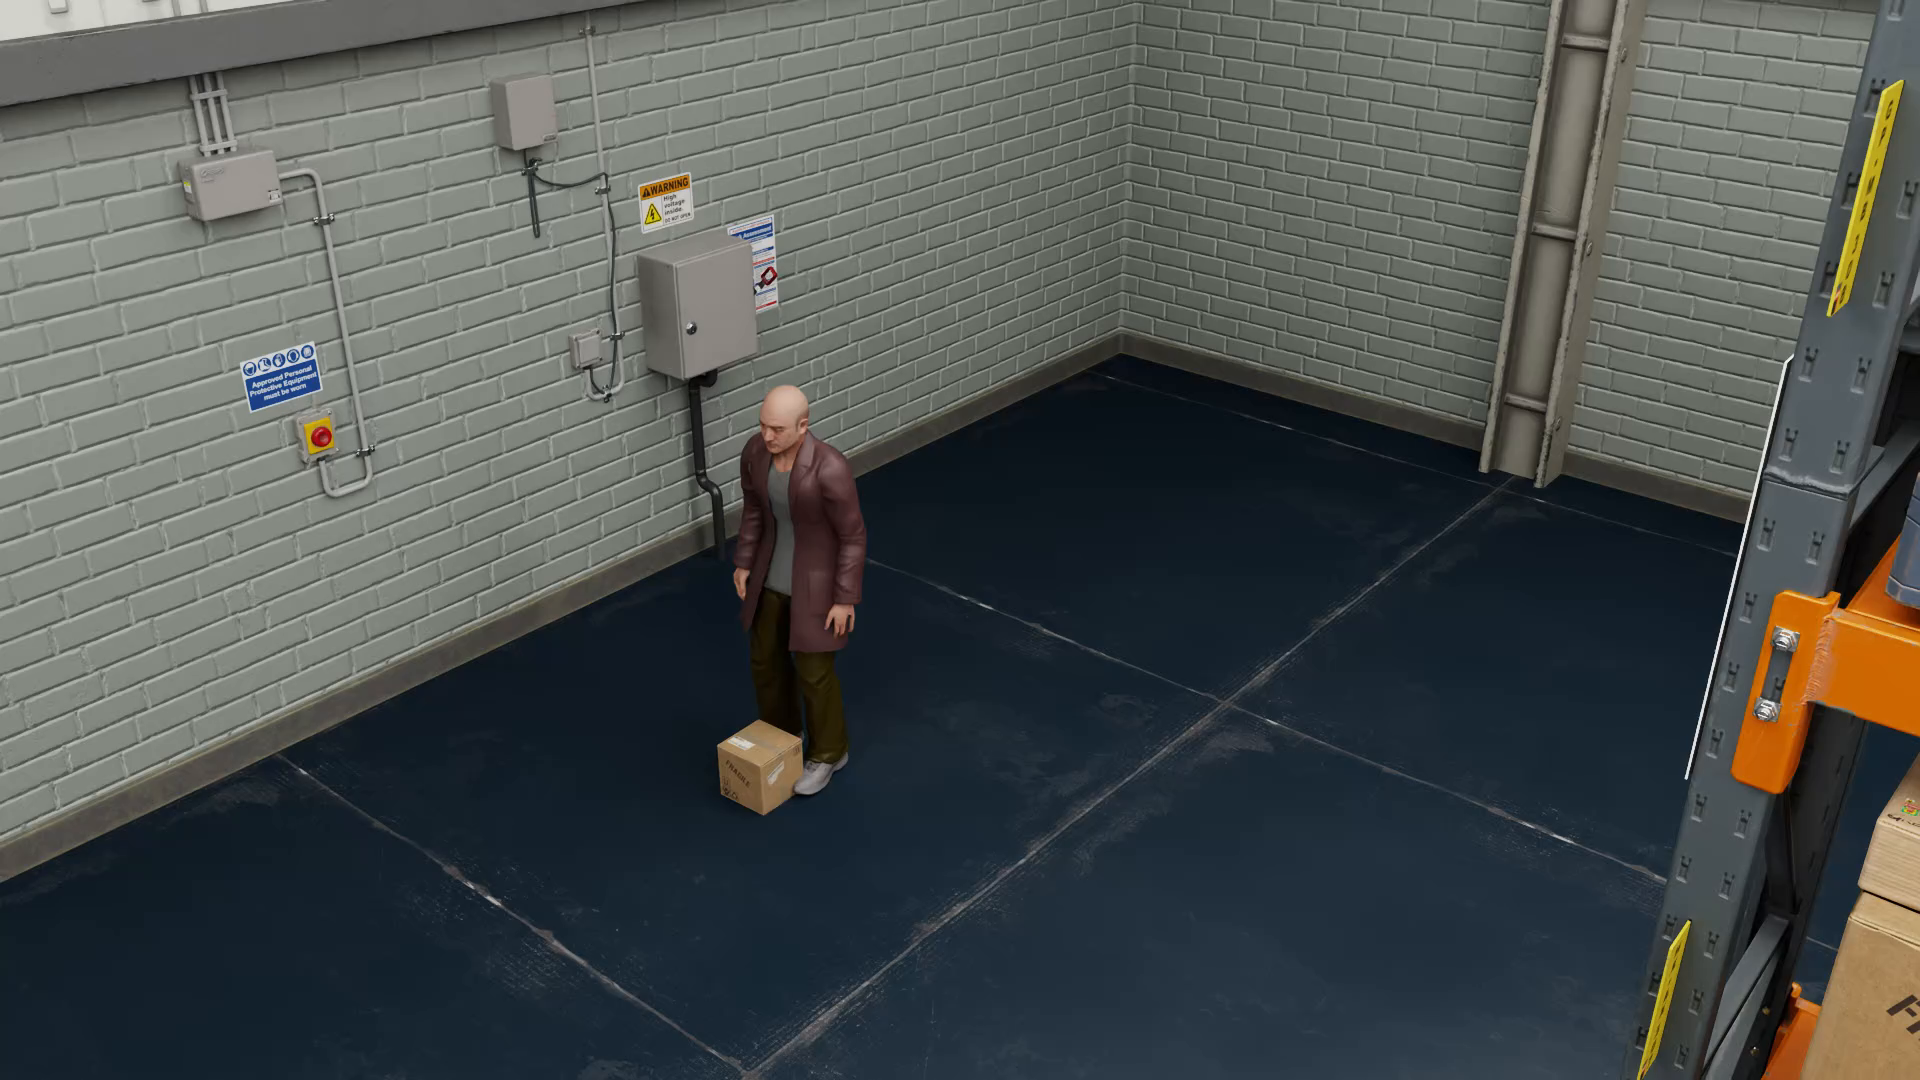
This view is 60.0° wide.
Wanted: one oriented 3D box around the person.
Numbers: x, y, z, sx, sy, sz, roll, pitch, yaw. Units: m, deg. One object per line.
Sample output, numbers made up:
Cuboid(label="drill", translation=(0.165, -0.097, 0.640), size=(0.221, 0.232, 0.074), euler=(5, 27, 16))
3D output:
Cuboid(label="person", translation=(-0.665, 0.184, 6.775), size=(0.647, 1.772, 0.429), euler=(18, 32, 32))
